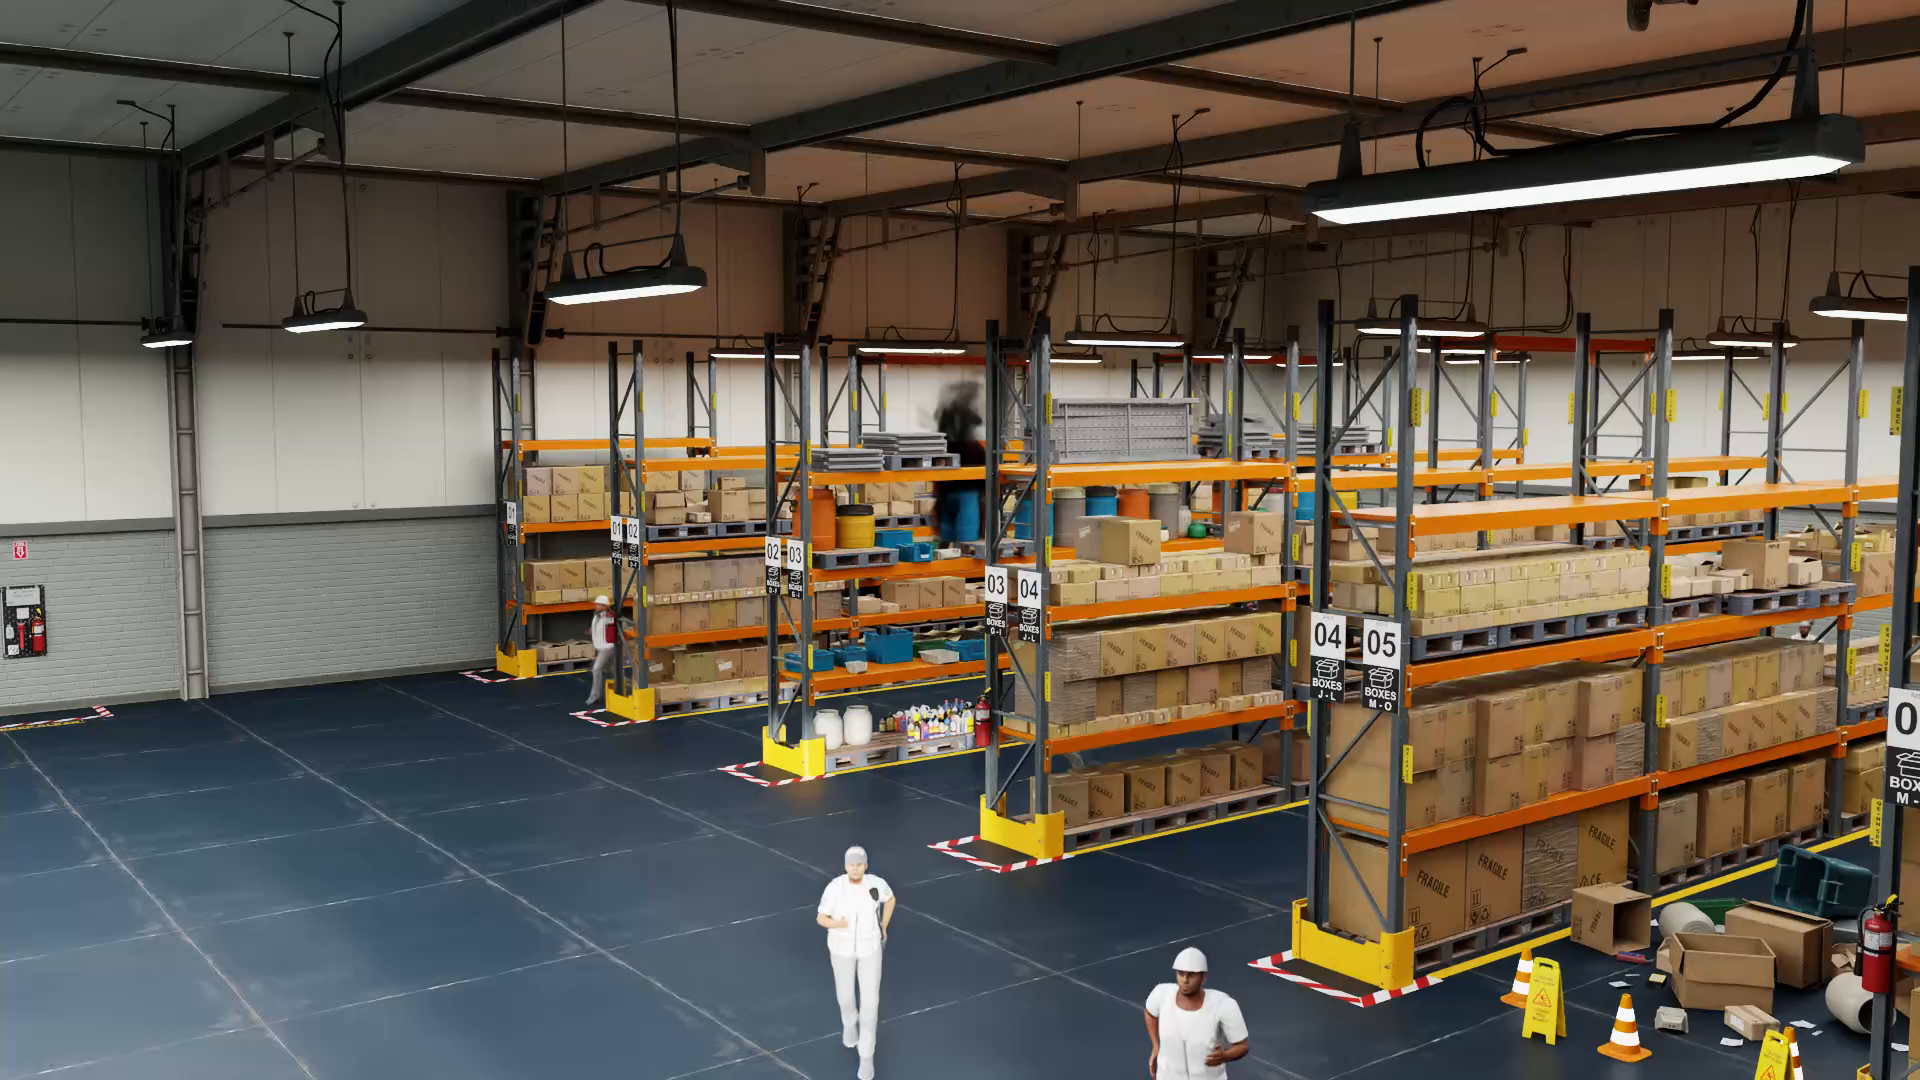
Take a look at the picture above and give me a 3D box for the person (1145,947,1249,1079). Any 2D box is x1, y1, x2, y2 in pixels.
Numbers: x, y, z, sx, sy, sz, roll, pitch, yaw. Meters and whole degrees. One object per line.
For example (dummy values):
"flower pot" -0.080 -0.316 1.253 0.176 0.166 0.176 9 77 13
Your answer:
"person" 1.446 3.403 10.257 0.661 1.835 0.765 1 5 11

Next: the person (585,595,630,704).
"person" -5.982 1.827 28.053 0.904 1.802 0.684 -4 7 -41

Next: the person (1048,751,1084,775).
"person" 1.271 2.342 21.819 0.700 1.778 0.913 5 7 42

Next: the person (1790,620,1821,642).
"person" 13.311 2.044 26.246 0.604 1.662 0.587 4 7 41

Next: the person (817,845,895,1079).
"person" -0.801 3.189 12.804 0.597 1.685 0.836 0 5 -1
